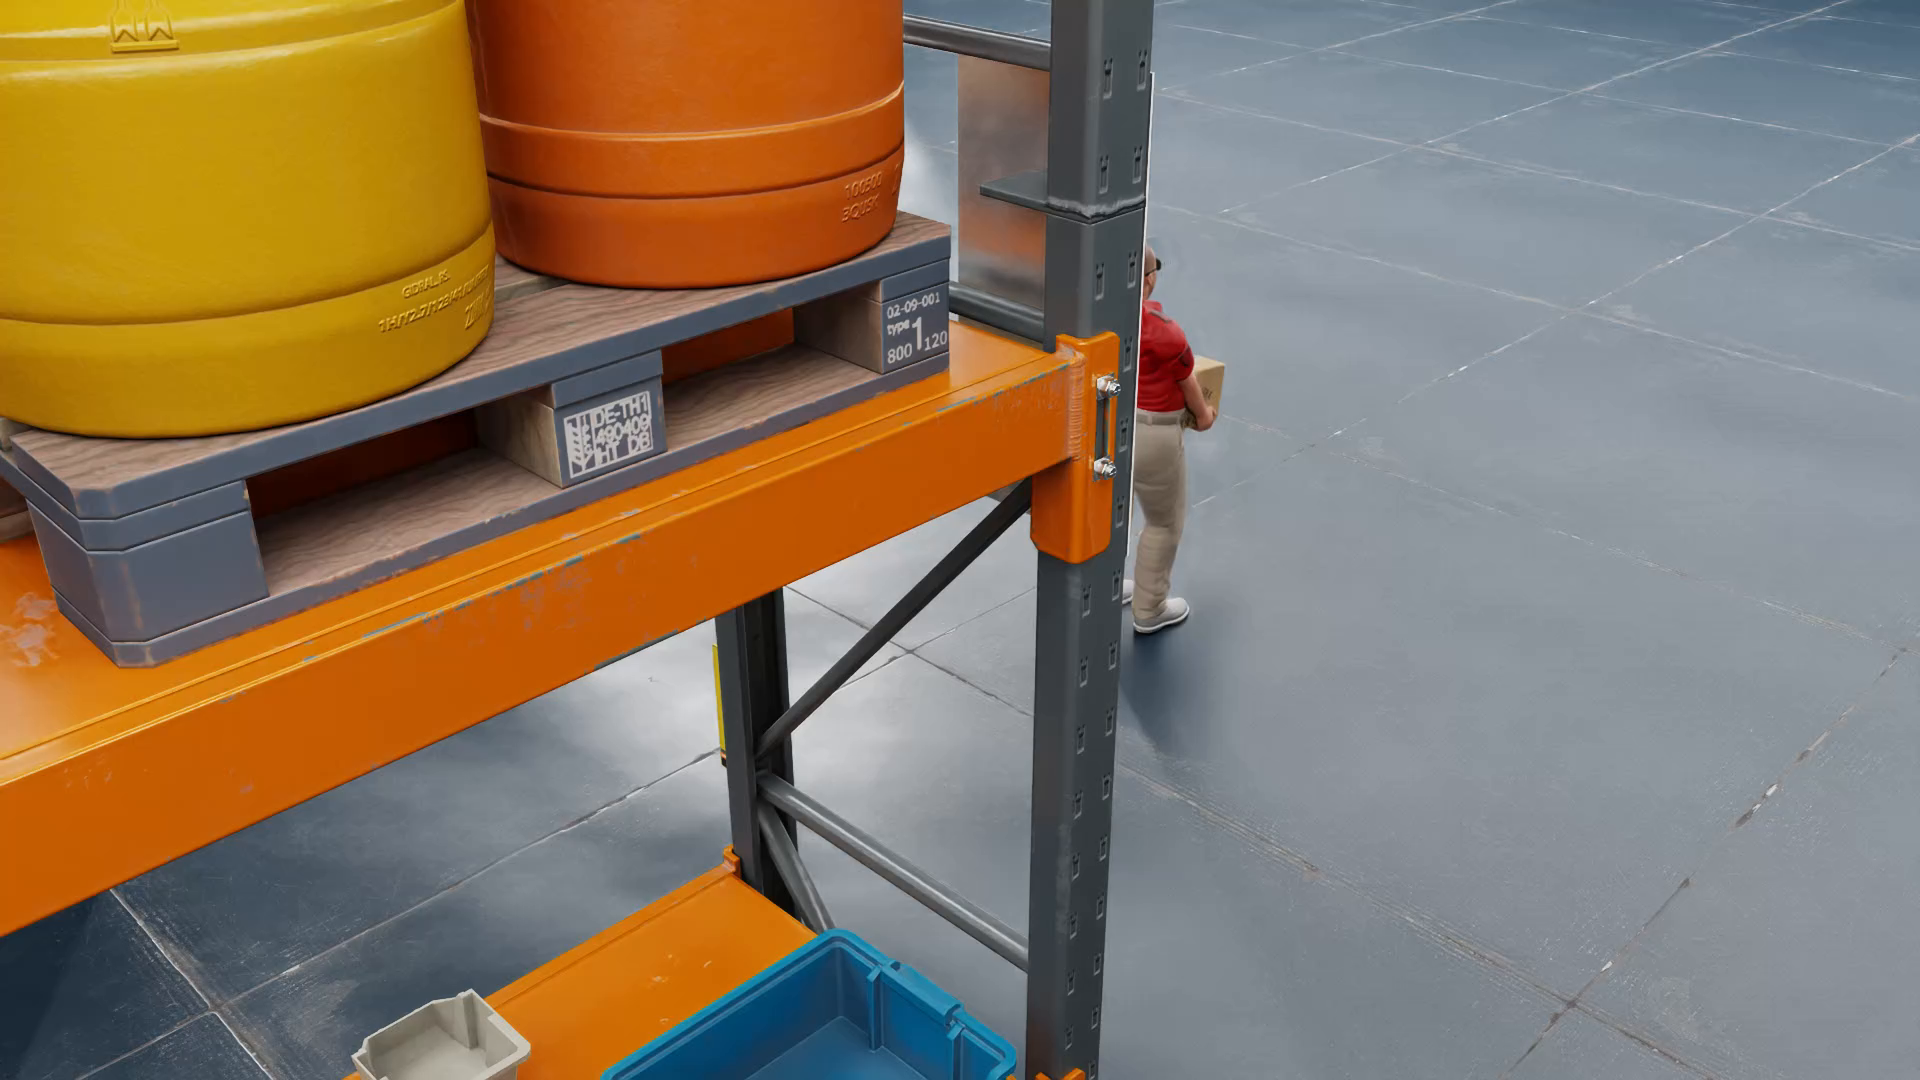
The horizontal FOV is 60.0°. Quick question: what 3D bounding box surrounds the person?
[{"bbox_3d":[0.798,-0.451,7.015,0.531,1.719,0.494,-25,36,-38],"label":"person"}]
